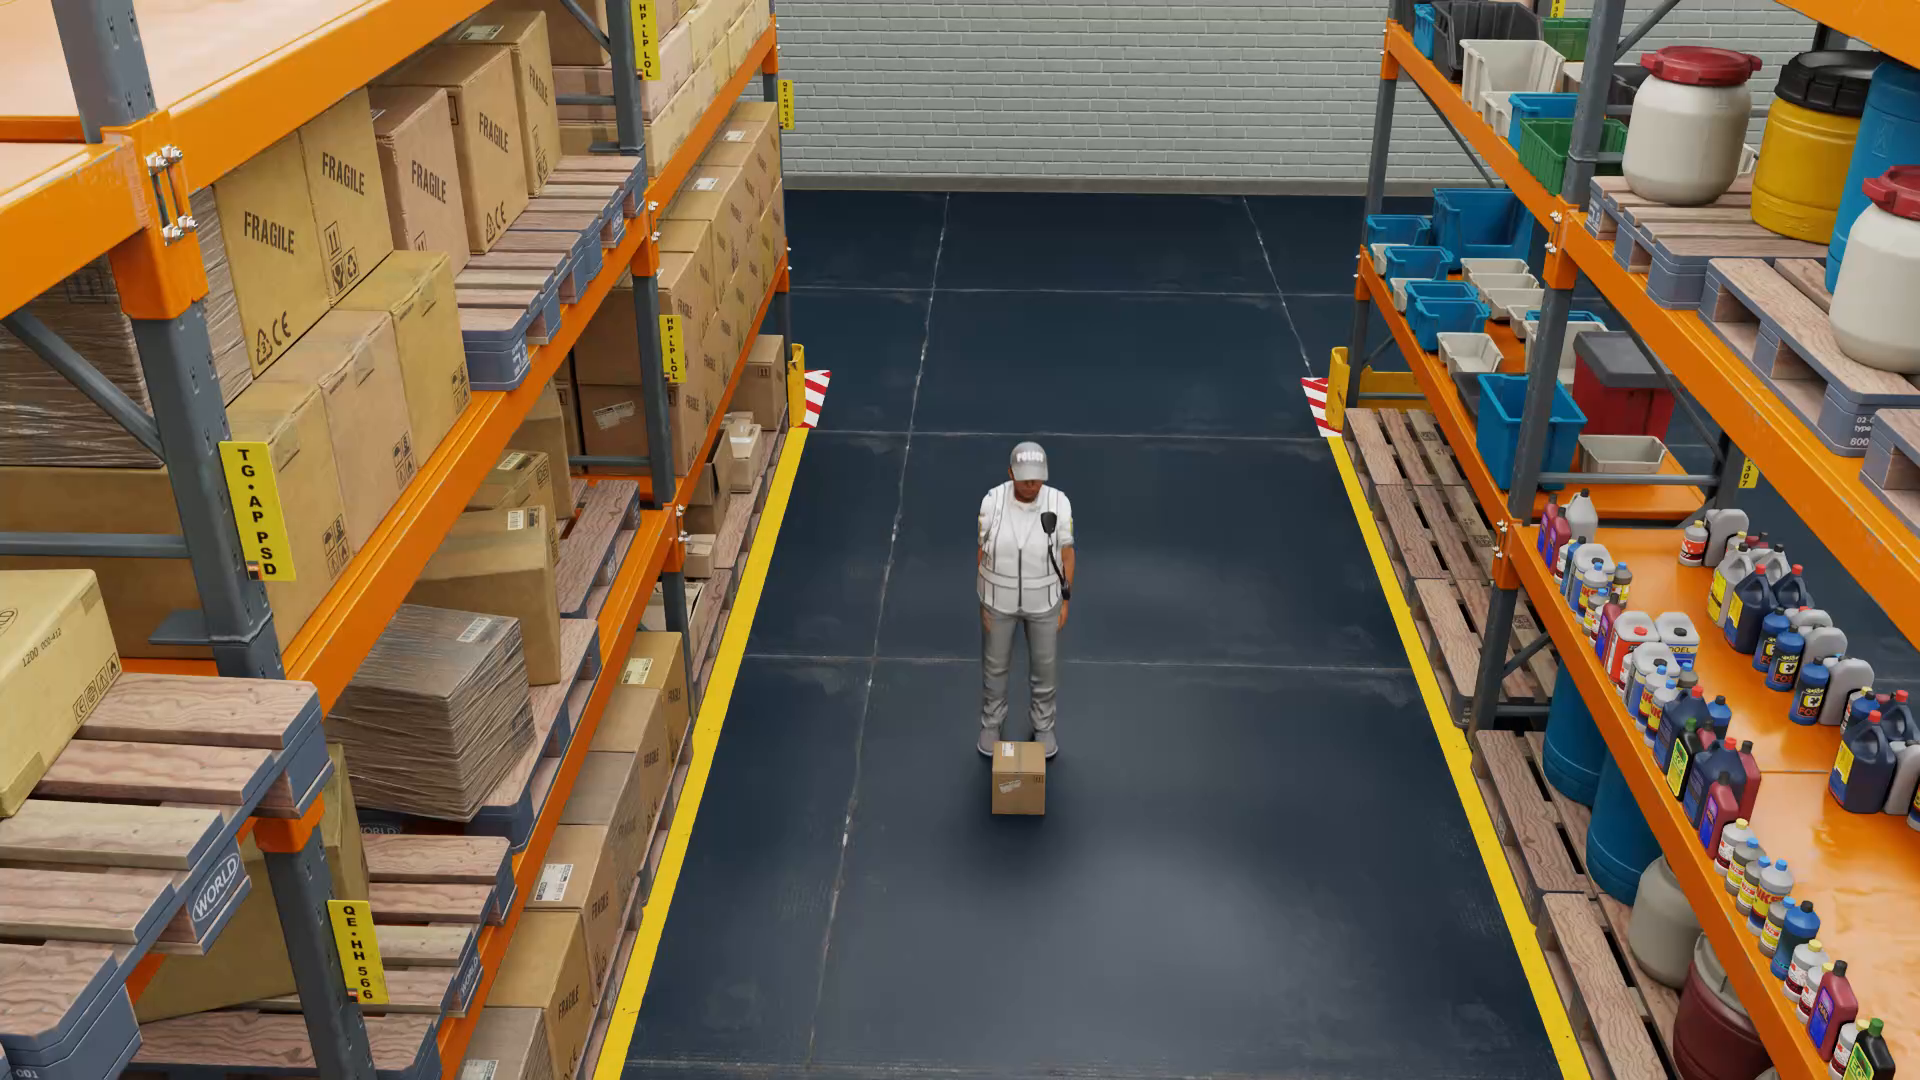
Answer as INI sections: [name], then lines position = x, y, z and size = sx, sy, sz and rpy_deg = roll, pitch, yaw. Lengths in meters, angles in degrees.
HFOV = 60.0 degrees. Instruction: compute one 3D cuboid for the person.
[person]
position = 0.314, 0.298, 8.066
size = 0.467, 1.664, 0.388
rpy_deg = 2, 28, 3
